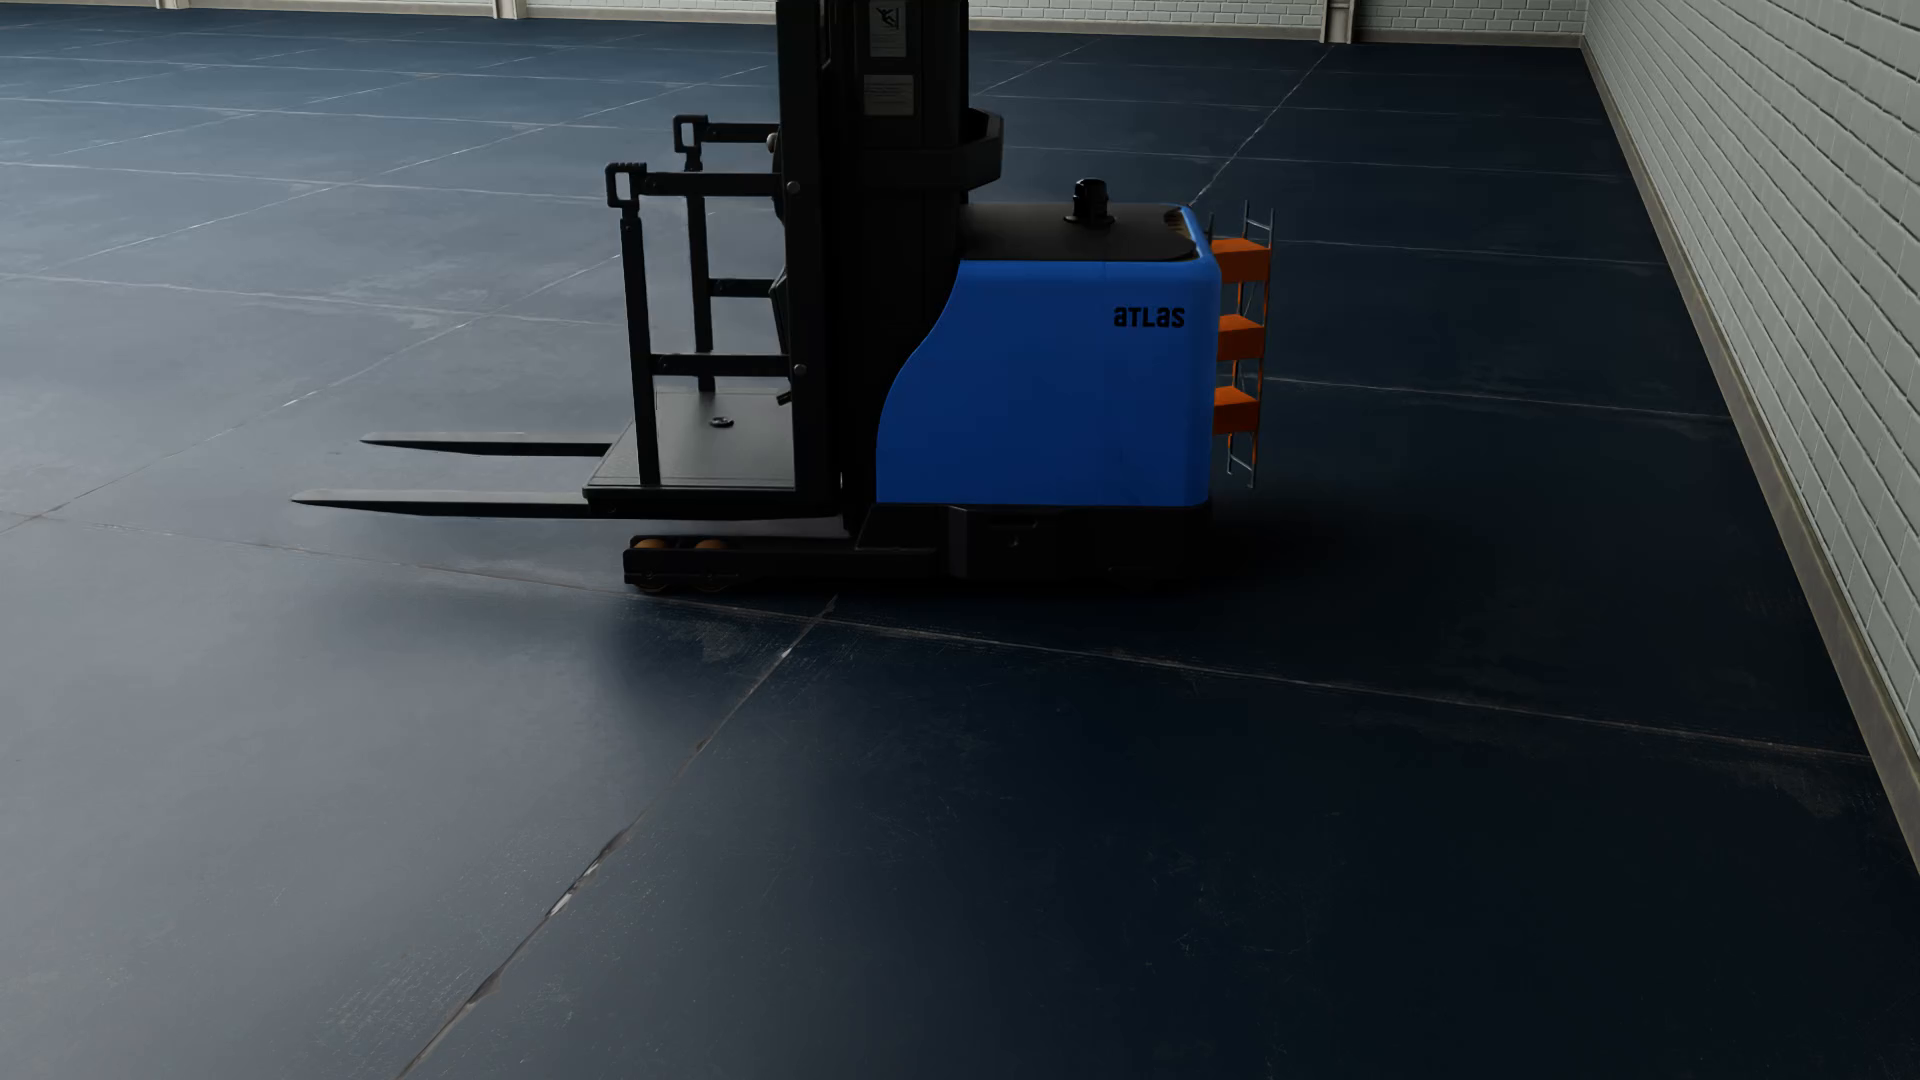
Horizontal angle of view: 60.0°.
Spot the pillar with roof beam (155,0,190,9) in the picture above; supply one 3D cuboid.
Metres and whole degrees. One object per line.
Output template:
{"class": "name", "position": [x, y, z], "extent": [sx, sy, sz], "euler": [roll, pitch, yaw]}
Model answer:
{"class": "pillar with roof beam", "position": [-13.632, -10.981, 20.684], "extent": [0.400, 9.000, 9.100], "euler": [7, 23, 16]}

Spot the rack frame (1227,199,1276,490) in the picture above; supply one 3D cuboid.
{"class": "rack frame", "position": [1.067, -0.710, 6.117], "extent": [0.008, 1.050, 0.200], "euler": [-8, 24, -19]}

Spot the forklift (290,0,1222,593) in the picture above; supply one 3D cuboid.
{"class": "forklift", "position": [-0.694, -1.386, 5.287], "extent": [3.031, 2.935, 1.130], "euler": [1, 22, 2]}

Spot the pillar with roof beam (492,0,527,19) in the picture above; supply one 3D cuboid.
{"class": "pillar with roof beam", "position": [-7.888, -10.324, 19.080], "extent": [0.400, 9.000, 9.100], "euler": [7, 23, 16]}

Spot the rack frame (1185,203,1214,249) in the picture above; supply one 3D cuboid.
{"class": "rack frame", "position": [0.839, -0.678, 6.038], "extent": [0.008, 1.050, 0.200], "euler": [-8, 24, -19]}

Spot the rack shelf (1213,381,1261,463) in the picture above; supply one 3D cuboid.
{"class": "rack shelf", "position": [0.952, -0.427, 6.187], "extent": [0.240, 0.259, 0.215], "euler": [-8, 24, -19]}

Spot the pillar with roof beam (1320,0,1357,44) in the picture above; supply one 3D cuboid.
{"class": "pillar with roof beam", "position": [3.600, -9.008, 15.873], "extent": [0.400, 9.000, 9.100], "euler": [7, 23, 16]}

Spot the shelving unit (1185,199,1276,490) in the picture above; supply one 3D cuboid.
{"class": "shelving unit", "position": [0.953, -0.694, 6.078], "extent": [0.252, 1.050, 0.215], "euler": [-8, 24, -19]}

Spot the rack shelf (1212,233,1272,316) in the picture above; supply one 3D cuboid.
{"class": "rack shelf", "position": [0.954, -0.947, 5.974], "extent": [0.240, 0.259, 0.215], "euler": [-8, 24, -19]}

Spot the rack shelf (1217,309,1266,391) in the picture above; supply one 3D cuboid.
{"class": "rack shelf", "position": [0.953, -0.684, 6.082], "extent": [0.240, 0.259, 0.215], "euler": [-8, 24, -19]}
